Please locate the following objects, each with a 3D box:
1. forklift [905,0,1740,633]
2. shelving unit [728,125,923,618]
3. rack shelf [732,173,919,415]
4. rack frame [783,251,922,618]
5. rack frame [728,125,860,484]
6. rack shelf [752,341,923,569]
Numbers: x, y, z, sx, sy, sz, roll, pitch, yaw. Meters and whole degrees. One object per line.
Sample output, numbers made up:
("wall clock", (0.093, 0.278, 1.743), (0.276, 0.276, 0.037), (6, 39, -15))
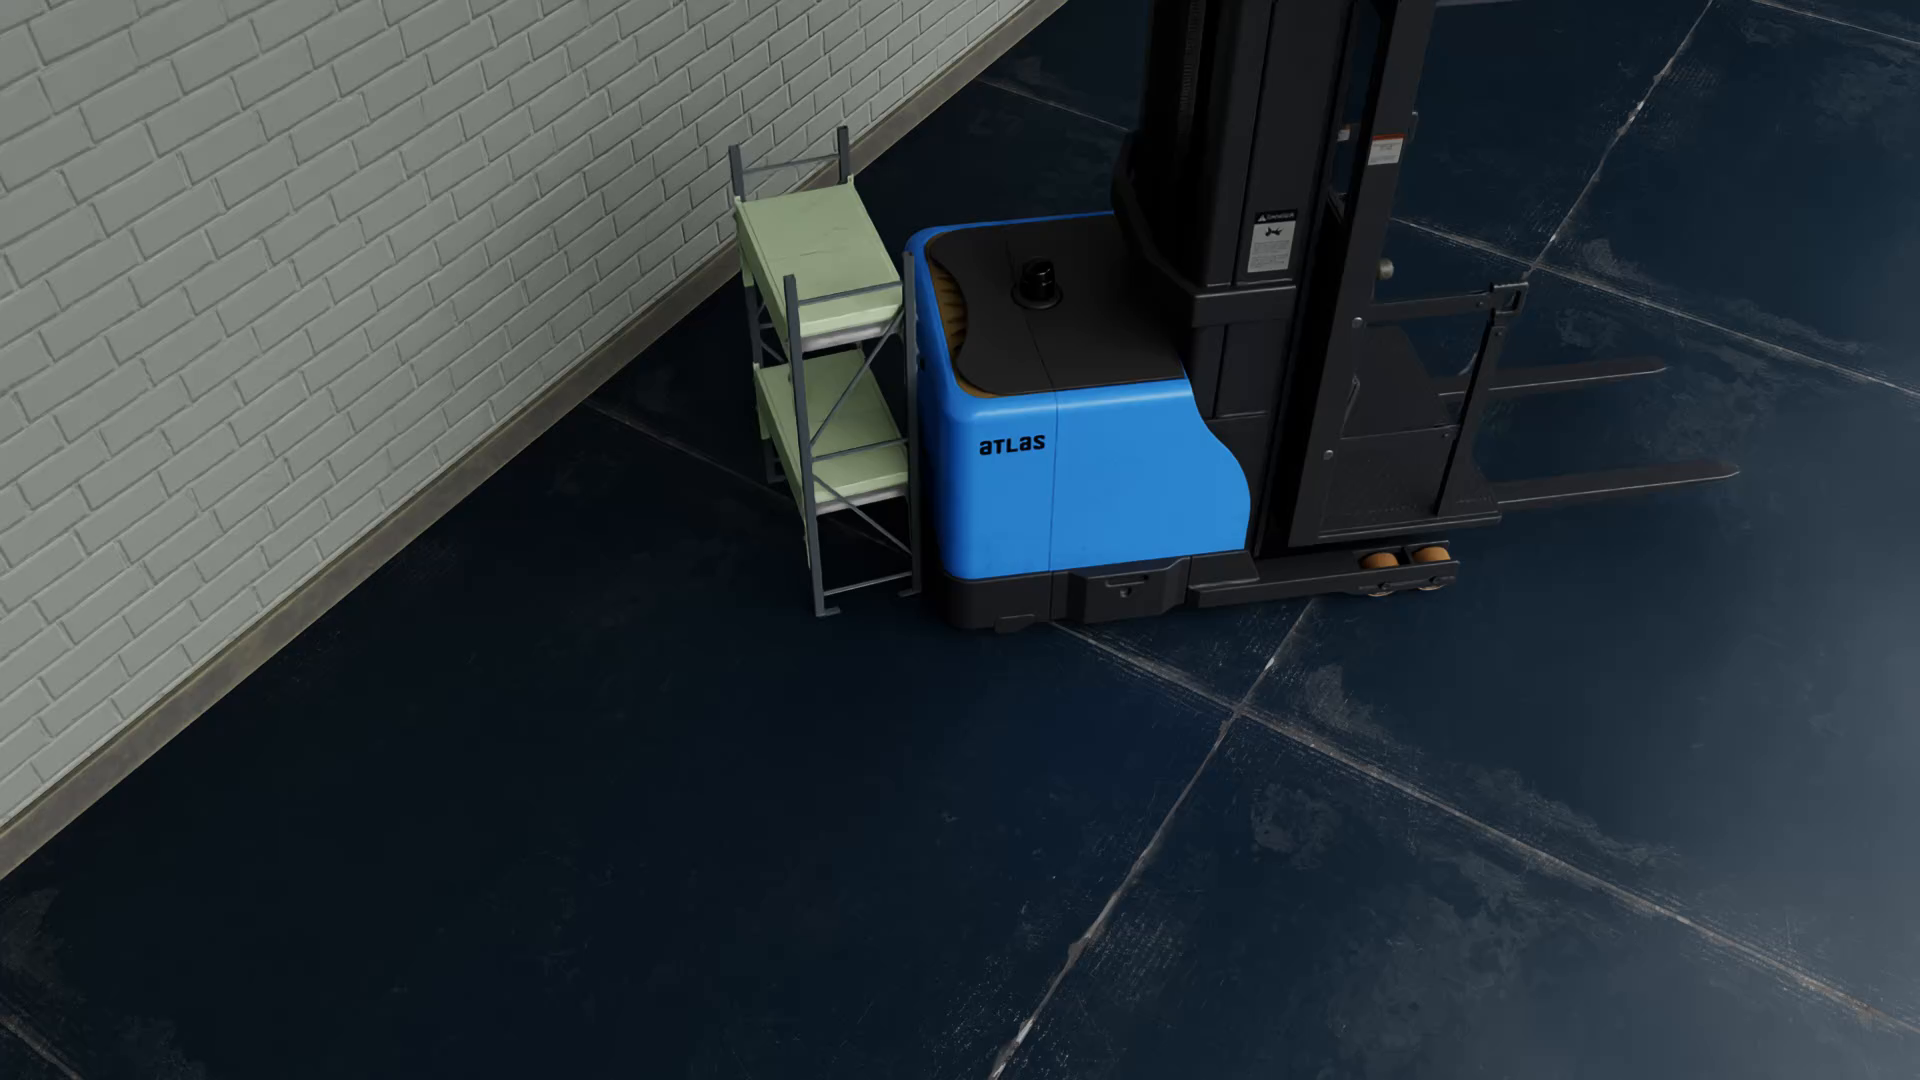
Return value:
("forklift", (1.356, -1.186, 5.359), (3.031, 2.935, 1.130), (-6, 46, -6))
("shelving unit", (-0.445, -0.545, 5.734), (0.431, 1.500, 0.755), (-13, 47, -13))
("rack shelf", (-0.445, -0.817, 5.454), (0.431, 0.370, 0.720), (-13, 47, -13))
("rack frame", (-0.331, -0.296, 5.491), (0.400, 1.500, 0.023), (-13, 47, -13))
("rack frame", (-0.560, -0.794, 5.976), (0.400, 1.500, 0.023), (-13, 47, -13))
("rack shelf", (-0.445, -0.318, 5.967), (0.431, 0.370, 0.720), (-13, 47, -13))
